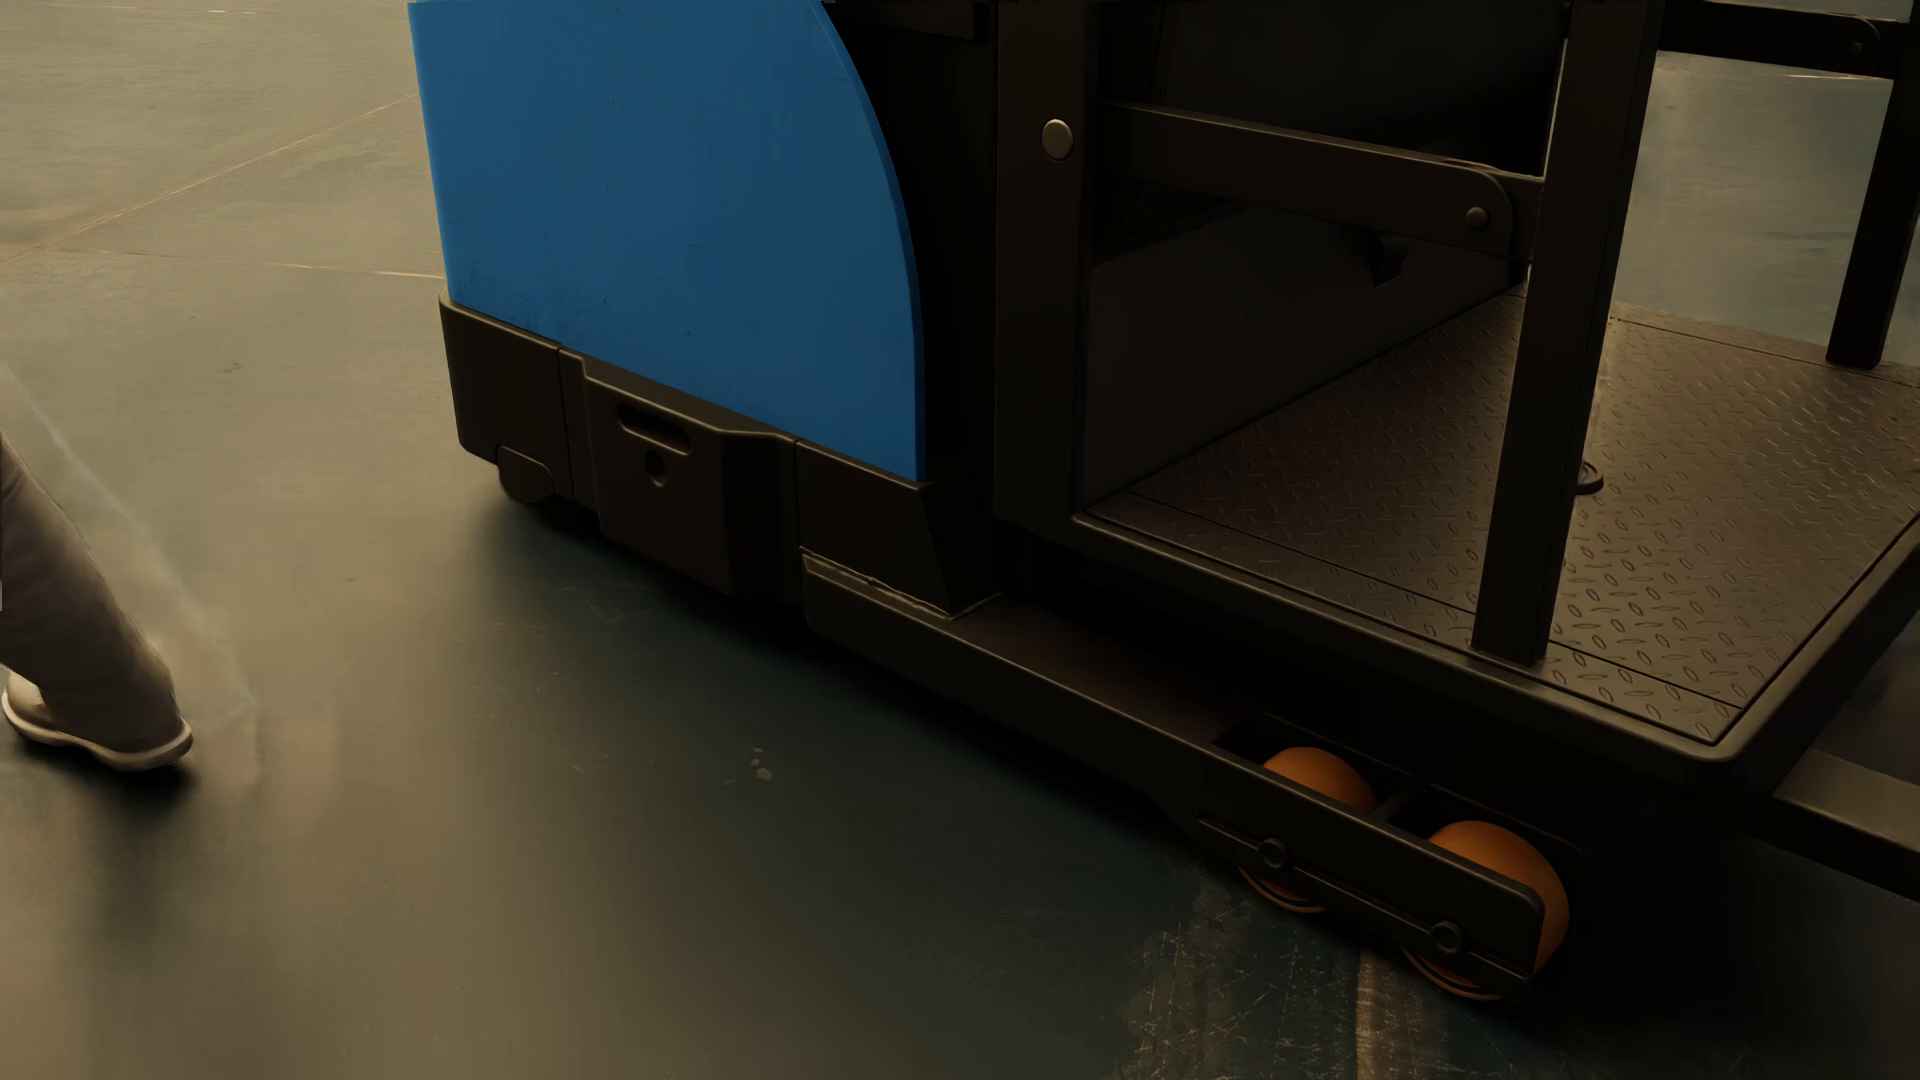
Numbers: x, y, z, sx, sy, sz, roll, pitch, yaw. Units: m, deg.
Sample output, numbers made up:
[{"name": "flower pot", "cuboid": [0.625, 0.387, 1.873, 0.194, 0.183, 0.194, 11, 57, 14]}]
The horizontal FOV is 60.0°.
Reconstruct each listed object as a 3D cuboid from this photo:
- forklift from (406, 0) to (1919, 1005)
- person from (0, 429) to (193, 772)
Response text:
[{"name": "forklift", "cuboid": [0.628, -1.131, 1.488, 3.031, 2.935, 1.130, 22, 34, 37]}, {"name": "person", "cuboid": [-1.050, -0.134, 1.168, 0.963, 1.493, 1.069, 18, 32, 32]}]
